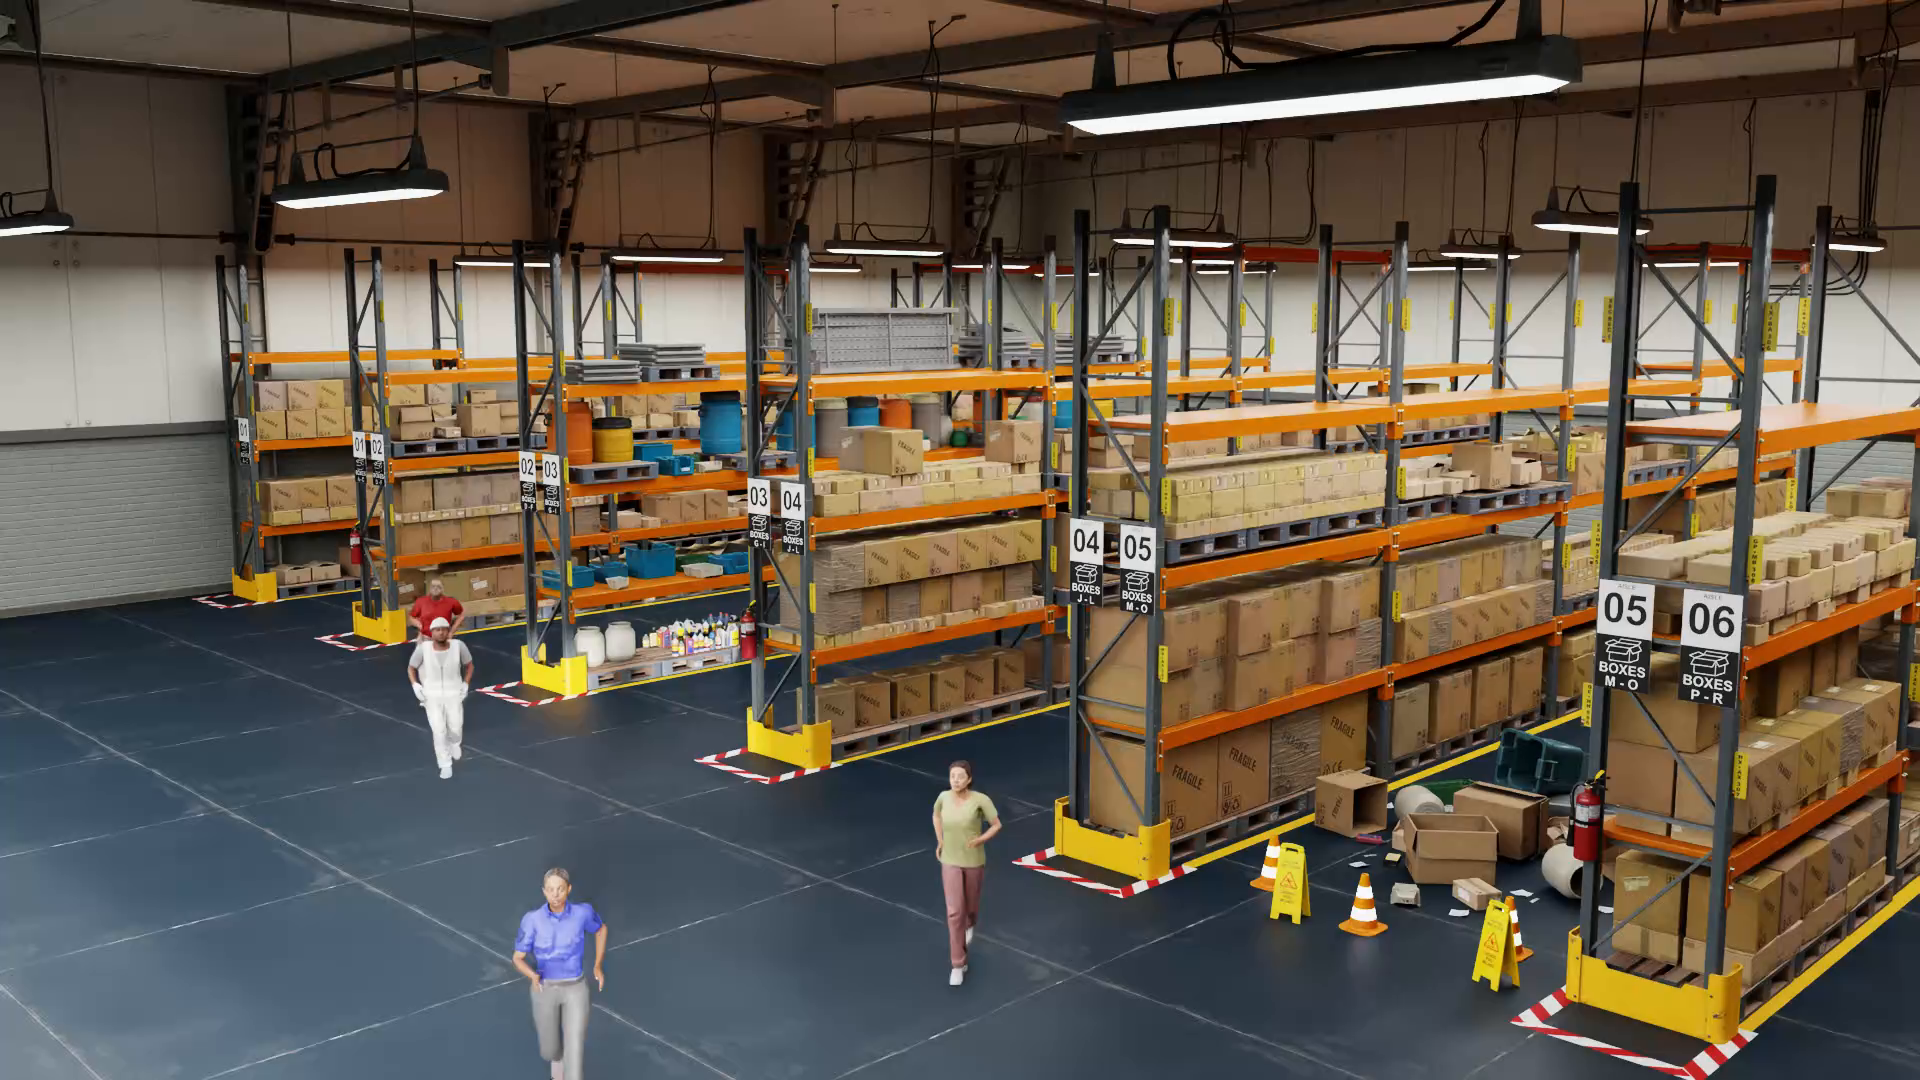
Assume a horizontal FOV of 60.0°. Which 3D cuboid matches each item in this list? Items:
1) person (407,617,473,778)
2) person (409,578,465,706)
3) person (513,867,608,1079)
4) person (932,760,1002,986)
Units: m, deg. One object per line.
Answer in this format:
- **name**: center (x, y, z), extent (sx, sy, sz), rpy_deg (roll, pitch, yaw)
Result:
- **person**: center (-5.743, 1.710, 18.424), extent (0.702, 1.758, 0.643), rpy_deg (-3, 9, -19)
- **person**: center (-6.662, 1.354, 21.163), extent (0.662, 1.748, 0.705), rpy_deg (-1, 8, -8)
- **person**: center (-2.517, 2.868, 10.515), extent (0.582, 1.653, 0.925), rpy_deg (-2, 8, -11)
- **person**: center (0.043, 2.523, 12.972), extent (0.568, 1.675, 0.863), rpy_deg (1, 8, 8)
